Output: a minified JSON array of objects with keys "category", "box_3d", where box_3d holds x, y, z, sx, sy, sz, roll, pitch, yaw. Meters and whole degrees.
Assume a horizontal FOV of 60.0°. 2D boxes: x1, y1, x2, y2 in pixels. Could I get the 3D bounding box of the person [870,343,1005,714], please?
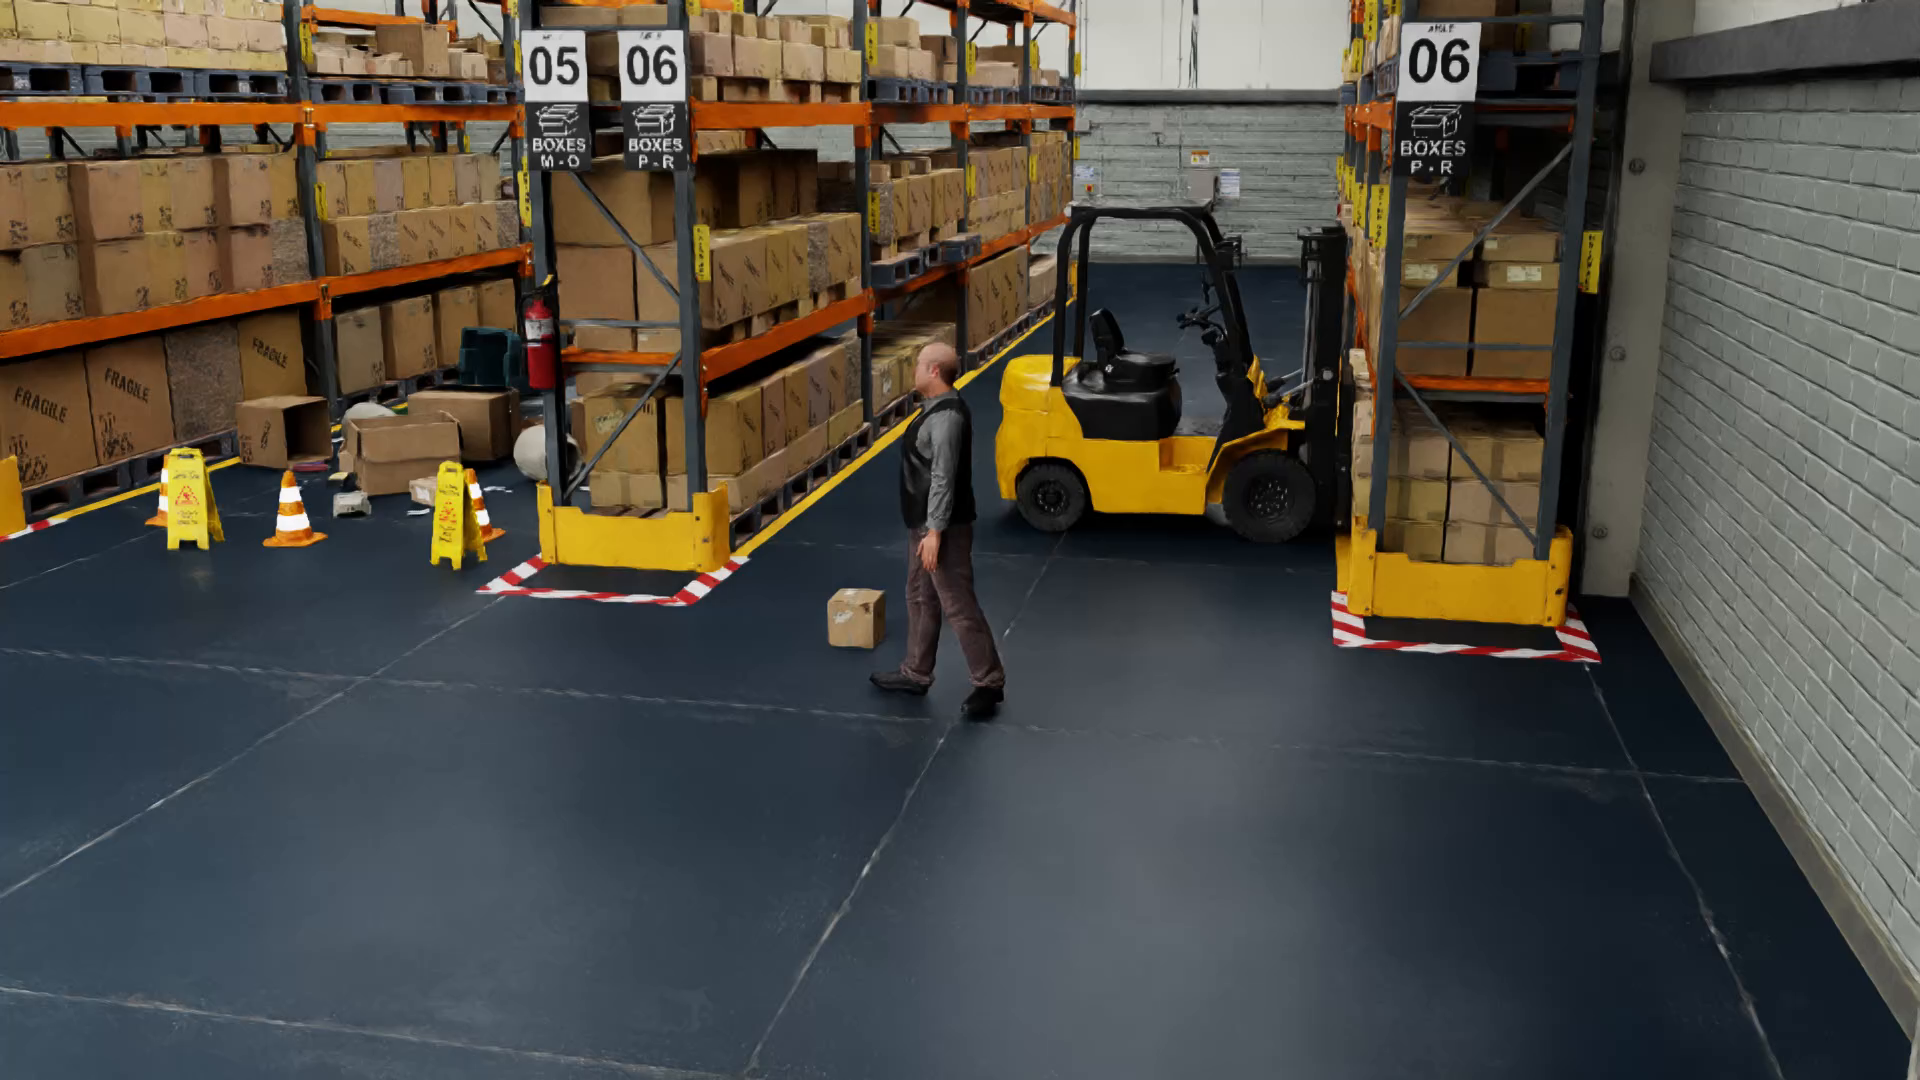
[{"category":"person","box_3d":[-0.115,-0.075,7.848,0.636,1.723,0.740,-1,15,-5]}]
